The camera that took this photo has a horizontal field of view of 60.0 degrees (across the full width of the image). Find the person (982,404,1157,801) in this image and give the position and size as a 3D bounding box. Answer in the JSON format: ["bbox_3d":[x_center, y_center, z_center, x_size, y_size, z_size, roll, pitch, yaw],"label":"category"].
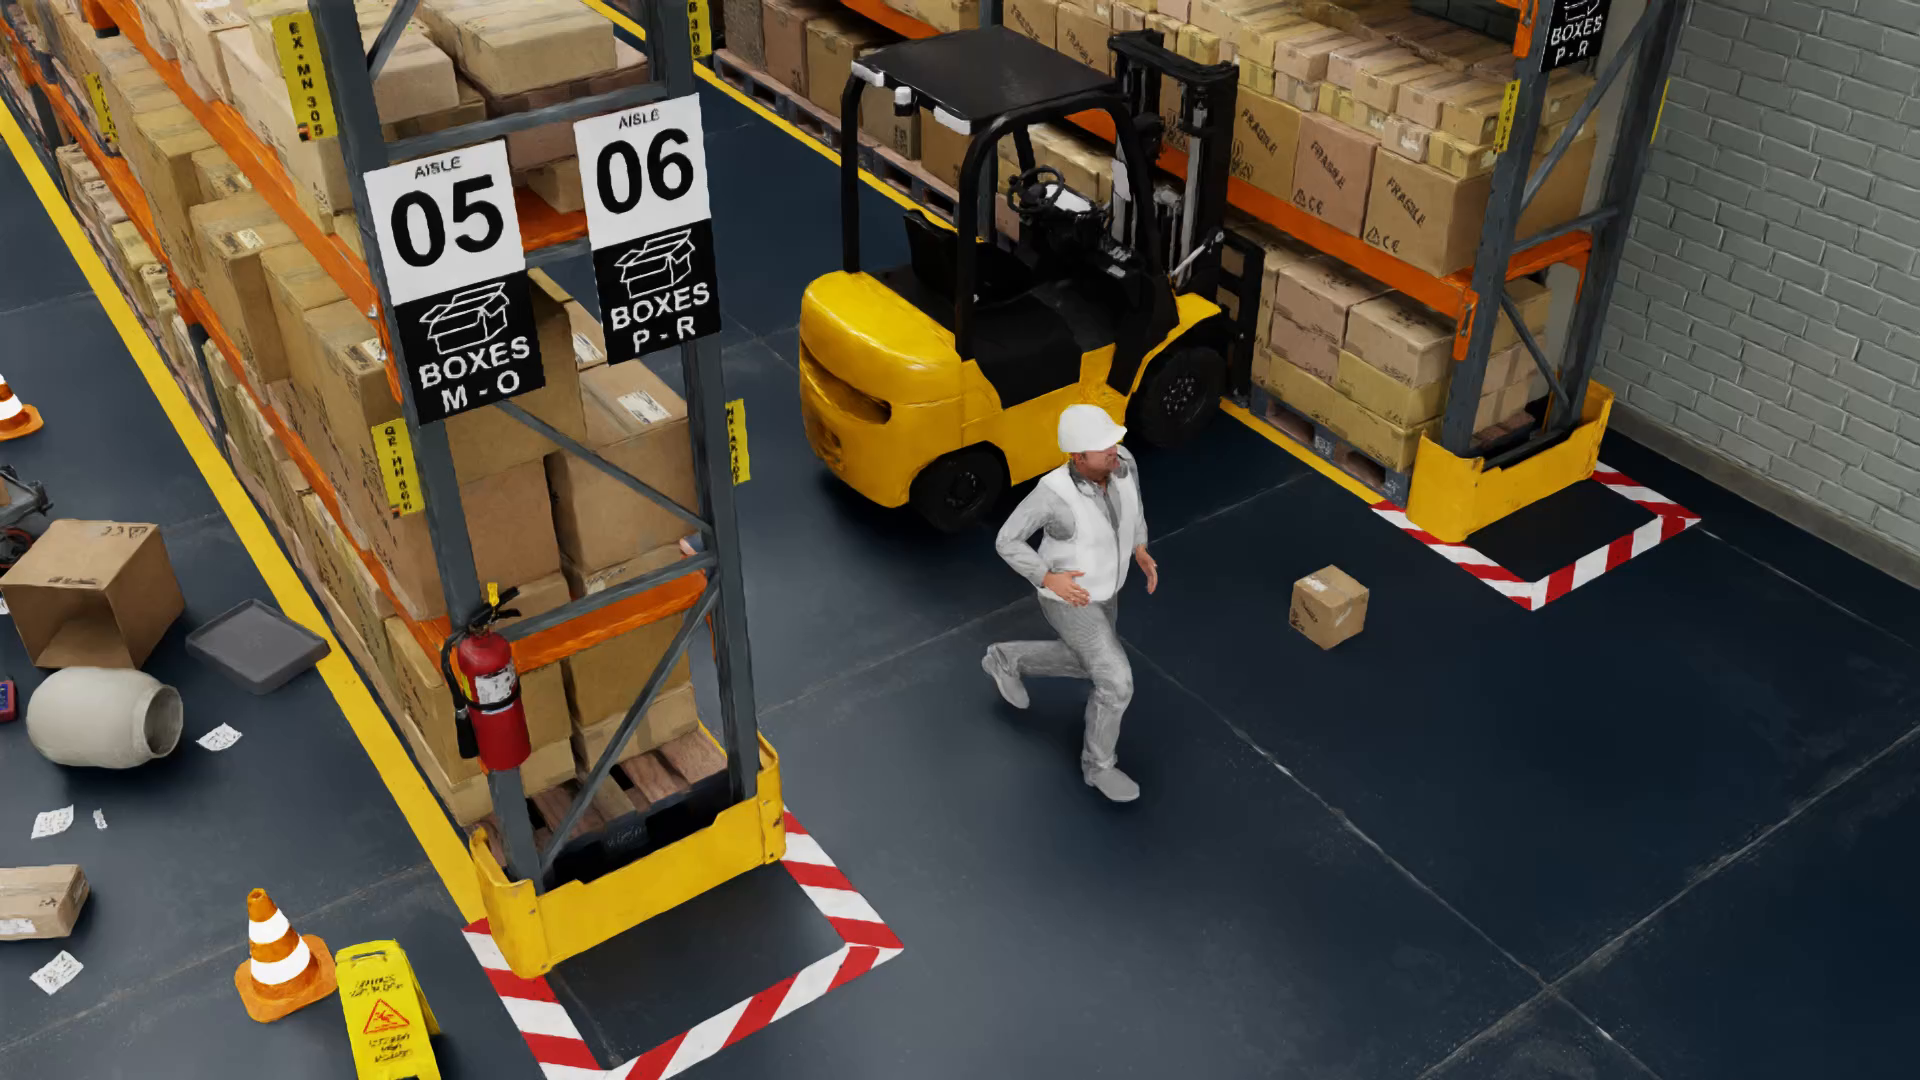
[{"bbox_3d":[0.514,0.162,6.877,0.937,1.633,0.727,21,41,26],"label":"person"}]
